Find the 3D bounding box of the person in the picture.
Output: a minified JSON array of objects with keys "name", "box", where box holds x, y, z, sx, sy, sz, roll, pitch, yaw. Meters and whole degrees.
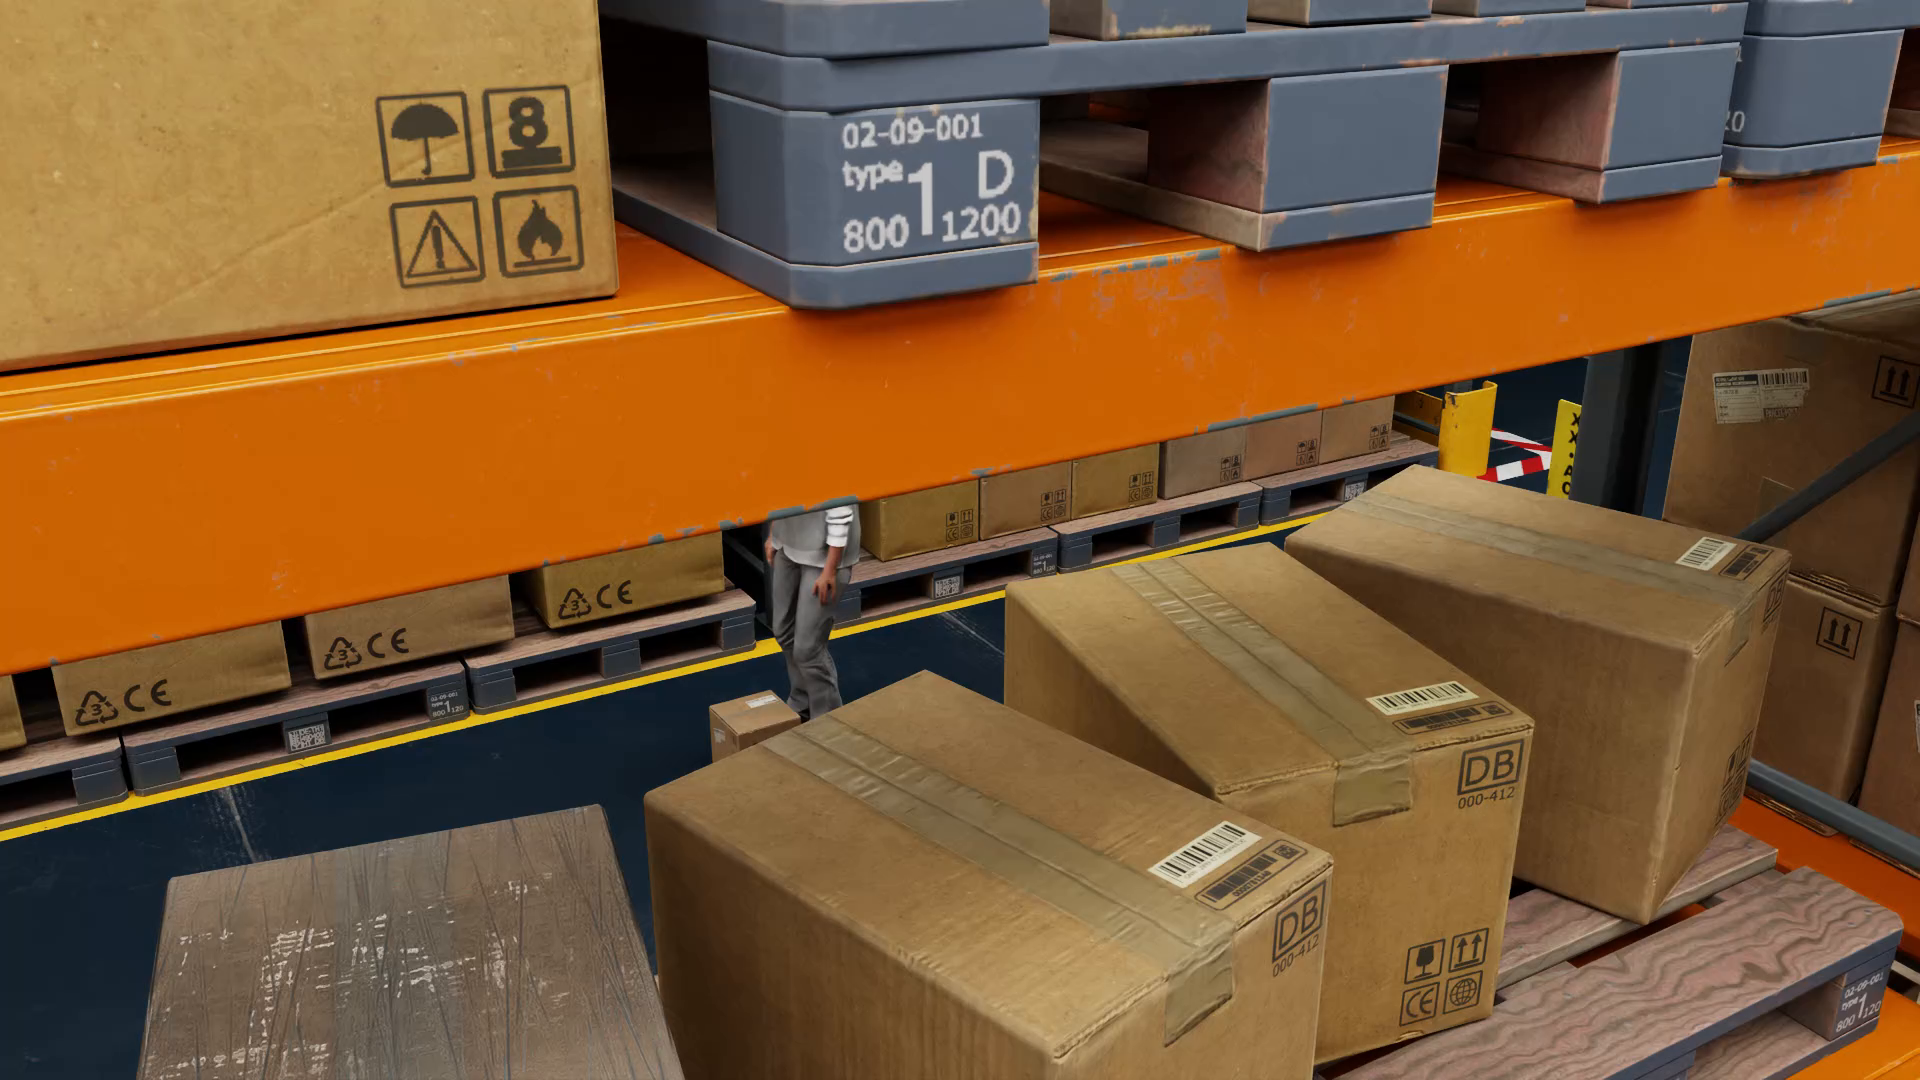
[{"name":"person","box":[-0.556,0.067,5.937,0.375,1.593,0.465,-14,26,-30]}]
